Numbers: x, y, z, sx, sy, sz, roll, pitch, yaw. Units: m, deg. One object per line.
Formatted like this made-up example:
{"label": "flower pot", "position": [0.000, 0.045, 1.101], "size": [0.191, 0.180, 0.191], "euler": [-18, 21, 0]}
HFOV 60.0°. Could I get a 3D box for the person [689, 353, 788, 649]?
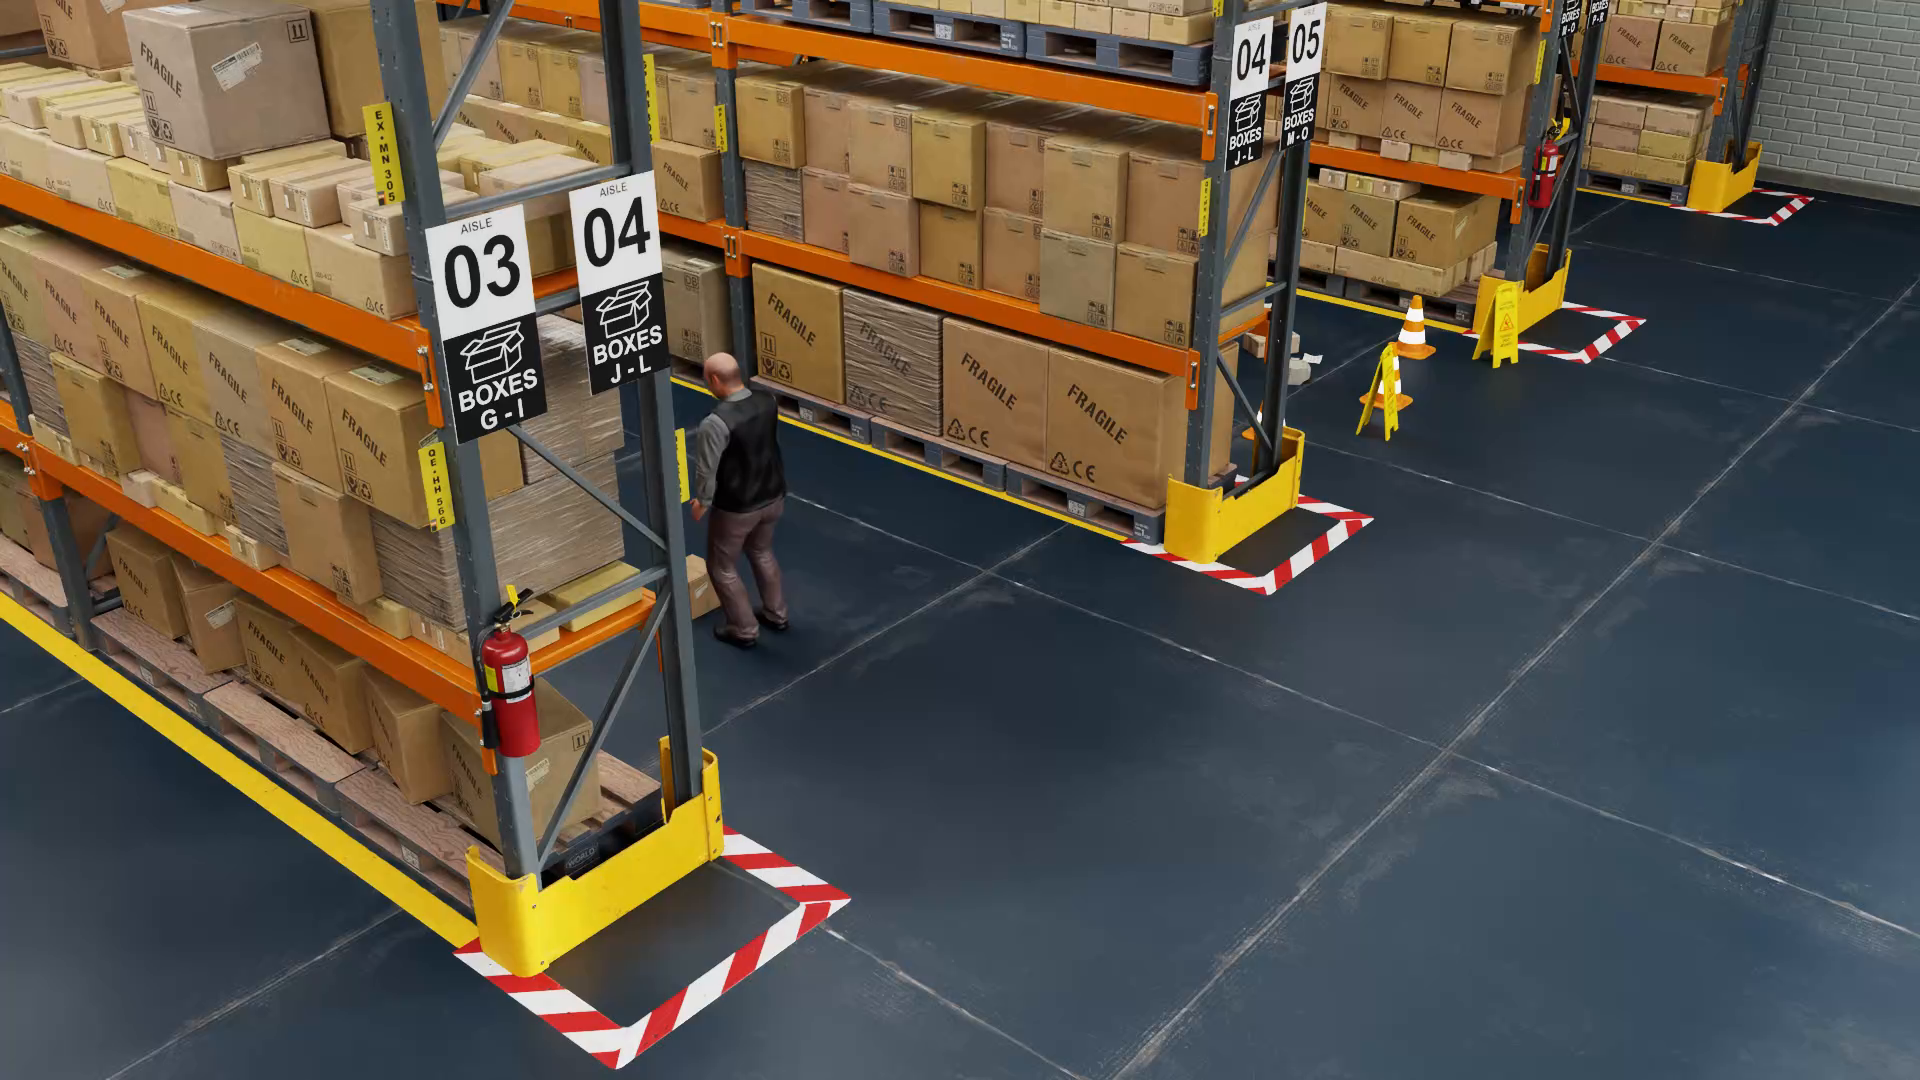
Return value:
{"label": "person", "position": [-1.198, -0.206, 9.098], "size": [0.403, 1.685, 0.552], "euler": [22, 34, 36]}
